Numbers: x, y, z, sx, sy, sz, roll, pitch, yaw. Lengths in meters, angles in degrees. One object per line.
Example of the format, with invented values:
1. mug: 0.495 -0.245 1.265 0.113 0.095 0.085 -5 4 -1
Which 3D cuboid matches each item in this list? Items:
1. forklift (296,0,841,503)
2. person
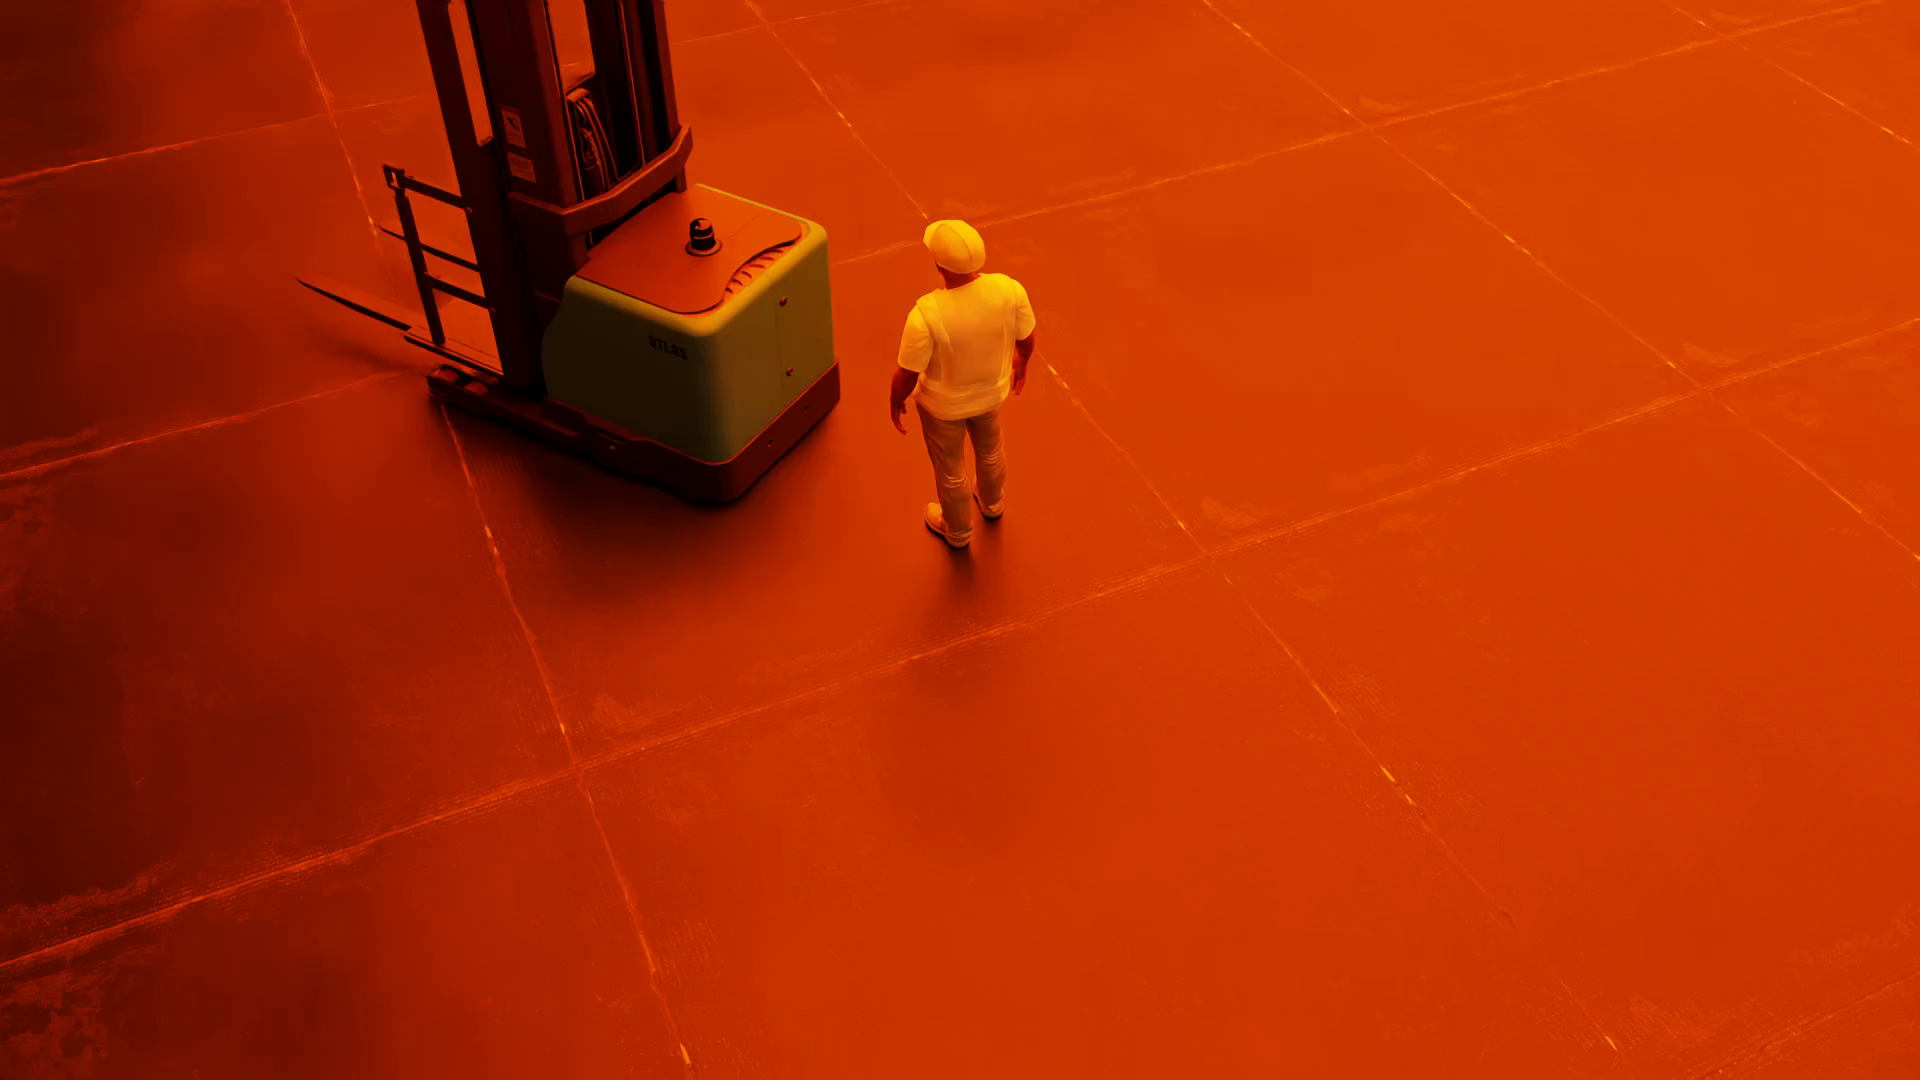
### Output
1. forklift: -2.140 -2.004 7.827 3.031 2.935 1.130 22 47 22
2. person: -0.025 -0.696 7.269 0.666 1.768 0.575 -18 46 -18
